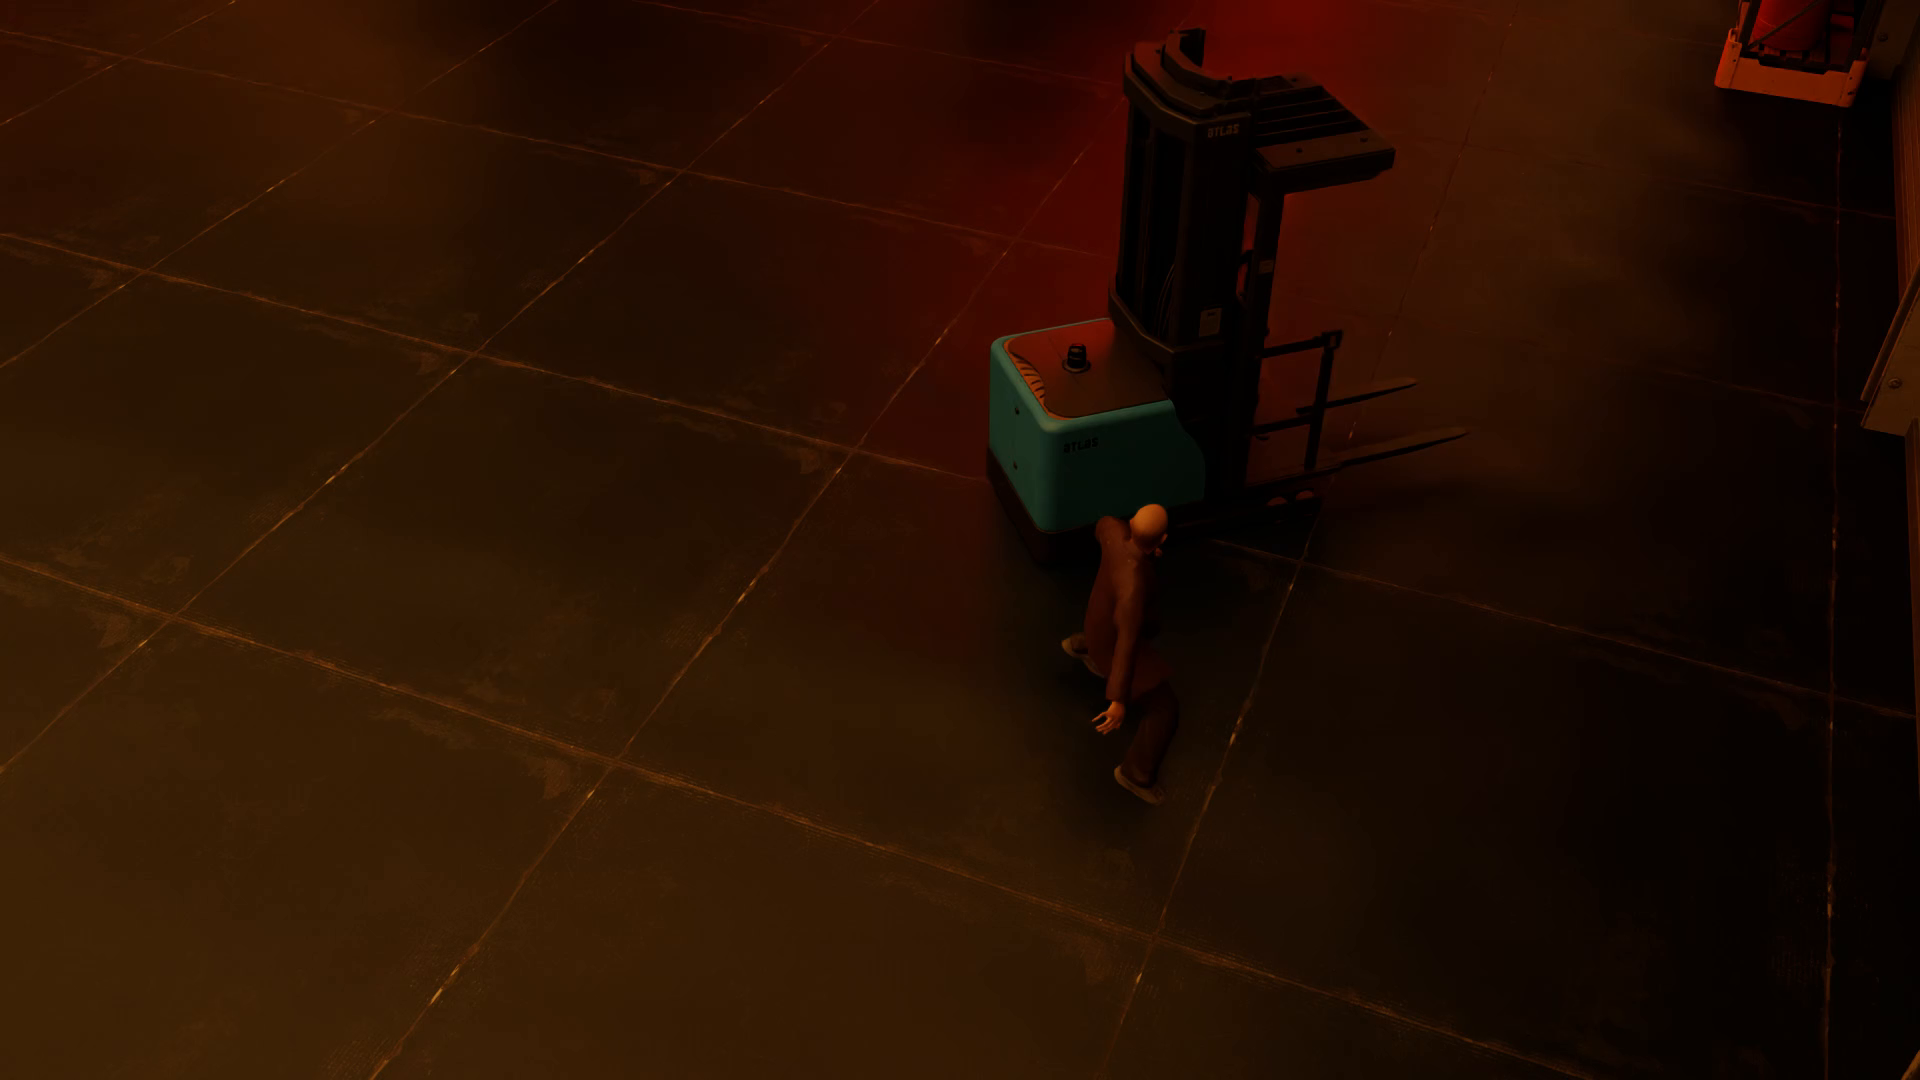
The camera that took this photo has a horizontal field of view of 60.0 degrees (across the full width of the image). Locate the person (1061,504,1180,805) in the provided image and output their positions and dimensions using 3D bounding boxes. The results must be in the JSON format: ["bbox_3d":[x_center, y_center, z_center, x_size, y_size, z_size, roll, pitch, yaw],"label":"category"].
[{"bbox_3d":[0.841,0.524,8.472,0.567,1.682,1.222,0,40,1],"label":"person"}]

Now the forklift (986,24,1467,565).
[{"bbox_3d":[1.744,-1.538,9.843,3.031,2.935,1.130,-12,41,-14],"label":"forklift"}]
